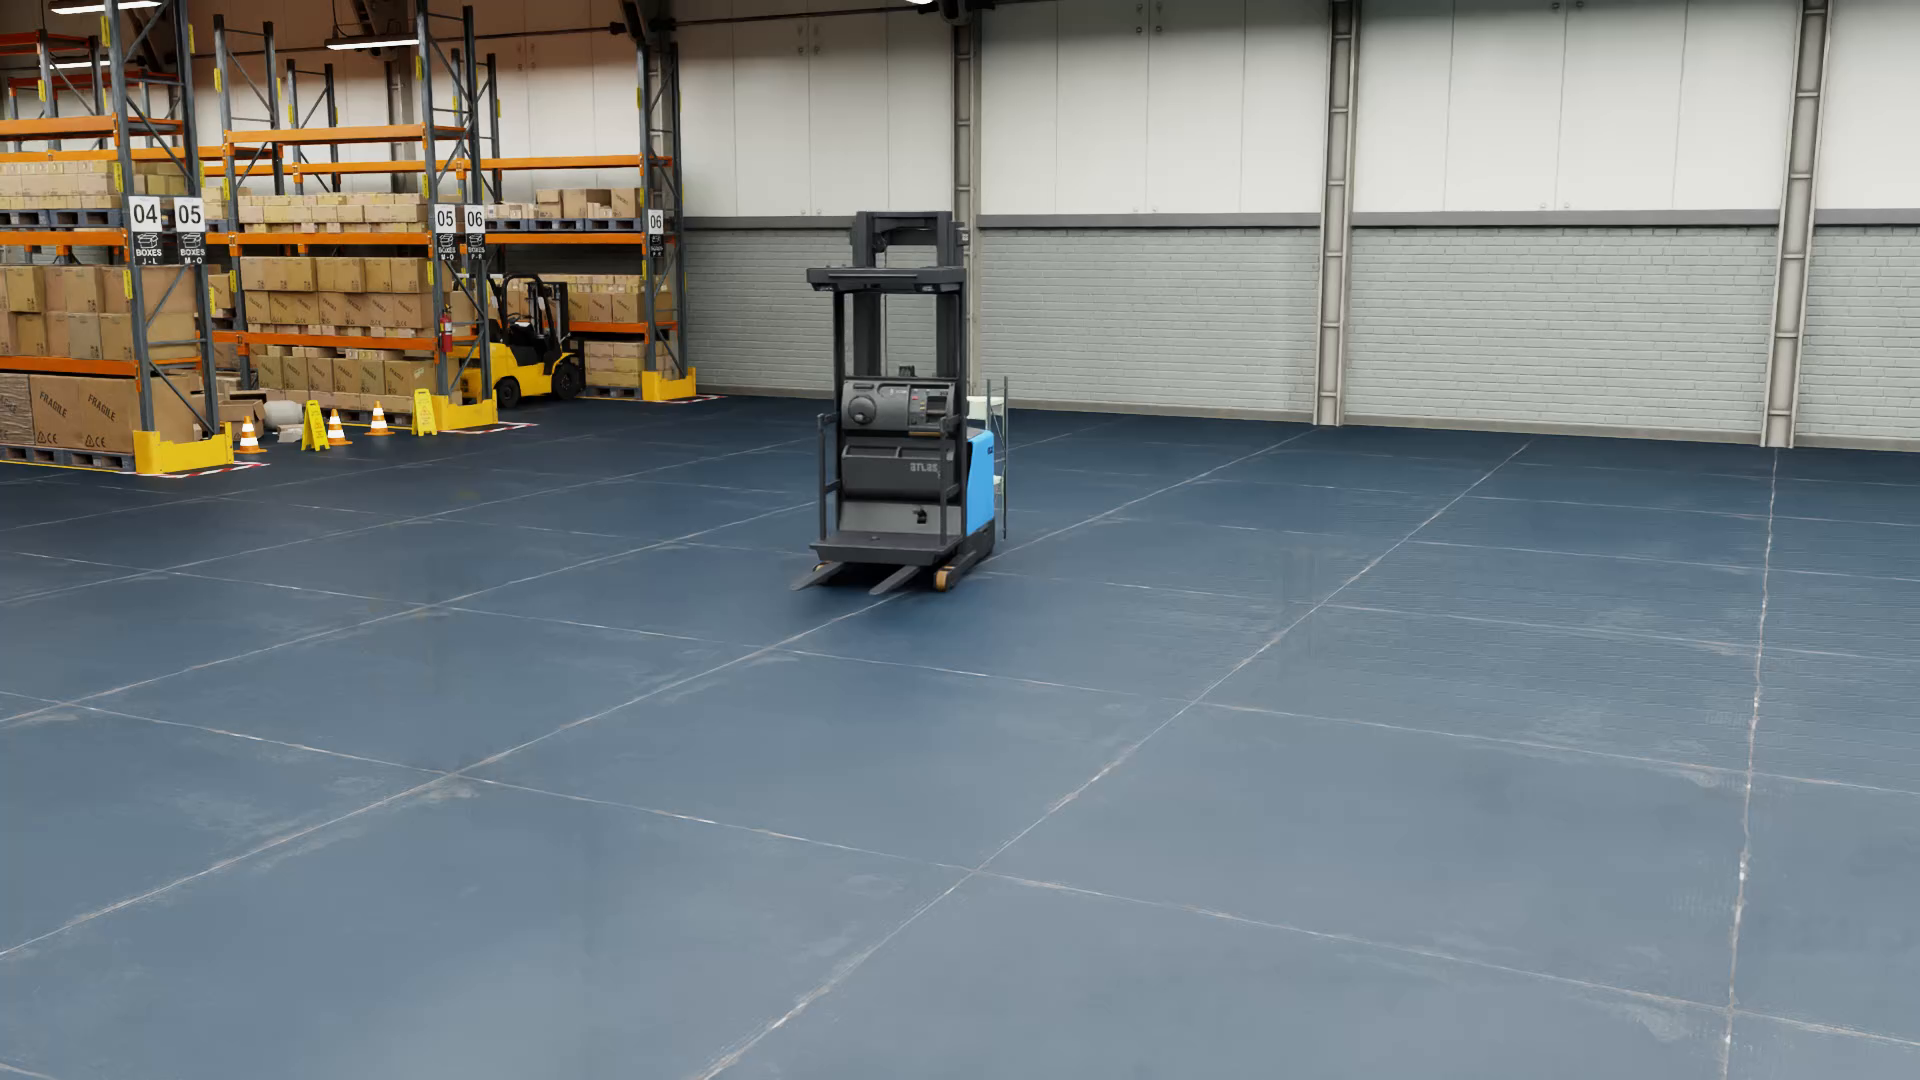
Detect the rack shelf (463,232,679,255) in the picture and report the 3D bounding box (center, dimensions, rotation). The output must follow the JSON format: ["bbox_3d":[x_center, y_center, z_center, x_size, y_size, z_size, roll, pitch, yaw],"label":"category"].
[{"bbox_3d":[-6.850,-5.221,29.250,4.000,0.370,1.077,5,11,26],"label":"rack shelf"}]

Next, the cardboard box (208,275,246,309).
[{"bbox_3d":[-11.352,-3.865,25.868,0.500,0.500,0.500,5,11,25],"label":"cardboard box"}]

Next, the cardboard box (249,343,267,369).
[{"bbox_3d":[-13.619,-3.629,32.698,0.500,0.500,0.500,6,12,28],"label":"cardboard box"}]

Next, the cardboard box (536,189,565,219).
[{"bbox_3d":[-6.943,-5.868,29.060,0.637,0.503,0.797,5,12,28],"label":"cardboard box"}]

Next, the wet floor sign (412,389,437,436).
[{"bbox_3d":[-7.552,-1.804,23.383,0.267,0.644,0.232,-10,14,-43],"label":"wet floor sign"}]

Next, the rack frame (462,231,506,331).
[{"bbox_3d":[-8.643,-4.256,30.324,0.127,3.000,1.000,5,11,26],"label":"rack frame"}]

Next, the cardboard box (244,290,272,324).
[{"bbox_3d":[-10.565,-3.579,25.469,0.500,0.500,0.500,5,11,26],"label":"cardboard box"}]

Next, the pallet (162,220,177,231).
[{"bbox_3d":[-12.274,-4.994,26.504,1.003,0.211,1.213,5,11,26],"label":"pallet"}]

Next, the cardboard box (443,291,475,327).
[{"bbox_3d":[-7.551,-3.425,24.616,0.500,0.500,0.500,5,11,25],"label":"cardboard box"}]

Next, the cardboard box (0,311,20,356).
[{"bbox_3d":[-11.664,-2.610,20.808,0.550,0.550,0.875,5,11,26],"label":"cardboard box"}]

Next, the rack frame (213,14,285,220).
[{"bbox_3d":[-10.836,-6.415,25.408,0.127,3.000,1.000,5,11,26],"label":"rack frame"}]

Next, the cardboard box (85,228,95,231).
[{"bbox_3d":[-13.987,-5.116,27.030,0.258,0.266,0.396,5,11,26],"label":"cardboard box"}]

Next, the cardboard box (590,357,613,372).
[{"bbox_3d":[-6.076,-3.070,28.909,0.500,0.250,0.500,5,11,25],"label":"cardboard box"}]

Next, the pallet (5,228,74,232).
[{"bbox_3d":[-15.024,-5.204,27.667,1.003,0.211,1.213,6,12,28],"label":"pallet"}]

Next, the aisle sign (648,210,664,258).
[{"bbox_3d":[-5.127,-5.168,28.063,0.004,0.787,0.394,5,11,26],"label":"aisle sign"}]

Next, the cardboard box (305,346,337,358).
[{"bbox_3d":[-9.636,-2.835,25.086,0.250,0.149,0.380,6,12,29],"label":"cardboard box"}]

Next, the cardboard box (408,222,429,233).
[{"bbox_3d":[-7.693,-4.484,23.865,0.250,0.149,0.380,5,11,26],"label":"cardboard box"}]

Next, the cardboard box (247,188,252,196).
[{"bbox_3d":[-11.634,-5.466,26.423,0.500,0.250,0.500,5,11,25],"label":"cardboard box"}]

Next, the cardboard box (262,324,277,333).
[{"bbox_3d":[-10.446,-3.252,25.480,0.250,0.149,0.380,5,12,27],"label":"cardboard box"}]

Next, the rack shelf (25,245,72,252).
[{"bbox_3d":[-17.611,-6.166,34.475,4.000,0.370,1.077,5,11,26],"label":"rack shelf"}]

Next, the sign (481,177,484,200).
[{"bbox_3d":[-7.009,-5.141,24.335,0.005,0.325,0.100,5,11,26],"label":"sign"}]

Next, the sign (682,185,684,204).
[{"bbox_3d":[-4.805,-5.974,28.718,0.005,0.325,0.100,5,11,26],"label":"sign"}]

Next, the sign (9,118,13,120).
[{"bbox_3d":[-19.645,-8.566,34.446,0.005,0.325,0.100,5,11,26],"label":"sign"}]

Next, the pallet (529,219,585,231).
[{"bbox_3d":[-6.777,-5.529,29.184,1.213,0.211,1.003,5,11,26],"label":"pallet"}]

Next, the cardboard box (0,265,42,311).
[{"bbox_3d":[-11.652,-3.146,20.736,0.550,0.550,0.875,5,11,26],"label":"cardboard box"}]

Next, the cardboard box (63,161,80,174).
[{"bbox_3d":[-10.254,-4.362,19.495,0.250,0.149,0.380,5,12,27],"label":"cardboard box"}]

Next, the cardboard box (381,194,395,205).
[{"bbox_3d":[-8.134,-4.916,24.013,0.250,0.149,0.380,5,11,25],"label":"cardboard box"}]

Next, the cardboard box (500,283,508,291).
[{"bbox_3d":[-7.995,-4.521,29.686,0.250,0.149,0.380,5,11,26],"label":"cardboard box"}]

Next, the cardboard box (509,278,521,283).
[{"bbox_3d":[-7.796,-4.637,29.490,0.250,0.149,0.380,5,12,27],"label":"cardboard box"}]

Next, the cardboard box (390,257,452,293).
[{"bbox_3d":[-7.804,-3.841,24.106,0.500,0.500,0.700,5,11,24],"label":"cardboard box"}]

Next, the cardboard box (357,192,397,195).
[{"bbox_3d":[-10.776,-6.176,30.770,0.500,0.500,0.500,5,12,27],"label":"cardboard box"}]

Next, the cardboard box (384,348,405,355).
[{"bbox_3d":[-10.484,-3.455,31.386,0.625,0.625,0.875,5,11,23],"label":"cardboard box"}]

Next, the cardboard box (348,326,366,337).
[{"bbox_3d":[-8.857,-3.109,24.692,0.250,0.149,0.380,5,11,25],"label":"cardboard box"}]

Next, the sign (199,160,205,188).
[{"bbox_3d":[-9.098,-4.383,19.924,0.005,0.325,0.100,5,11,26],"label":"sign"}]

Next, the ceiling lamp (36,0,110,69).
[{"bbox_3d":[-16.038,-10.294,30.449,2.000,3.185,0.800,5,11,26],"label":"ceiling lamp"}]

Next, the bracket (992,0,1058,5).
[{"bbox_3d":[2.640,-8.096,24.591,4.783,0.066,0.076,5,11,26],"label":"bracket"}]

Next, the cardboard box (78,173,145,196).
[{"bbox_3d":[-9.911,-4.148,19.429,0.500,0.250,0.500,5,11,27],"label":"cardboard box"}]

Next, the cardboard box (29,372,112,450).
[{"bbox_3d":[-10.776,-1.622,20.559,0.875,0.875,0.875,5,11,25],"label":"cardboard box"}]

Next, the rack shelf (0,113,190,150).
[{"bbox_3d":[-11.142,-4.908,20.225,4.000,0.370,1.077,5,11,26],"label":"rack shelf"}]

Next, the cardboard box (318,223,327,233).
[{"bbox_3d":[-9.280,-4.630,24.672,0.250,0.149,0.380,5,11,26],"label":"cardboard box"}]

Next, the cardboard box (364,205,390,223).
[{"bbox_3d":[-8.272,-4.736,24.138,0.500,0.250,0.500,5,11,25],"label":"cardboard box"}]

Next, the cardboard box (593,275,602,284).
[{"bbox_3d":[-6.142,-4.513,28.803,0.250,0.149,0.380,5,11,26],"label":"cardboard box"}]

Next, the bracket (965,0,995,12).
[{"bbox_3d":[0.314,-8.301,25.720,0.430,0.232,0.235,5,11,26],"label":"bracket"}]

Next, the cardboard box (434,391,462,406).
[{"bbox_3d":[-7.850,-2.109,25.003,0.500,0.250,0.500,5,11,25],"label":"cardboard box"}]

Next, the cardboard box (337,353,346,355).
[{"bbox_3d":[-9.730,-2.642,25.842,0.500,0.500,0.500,5,12,27],"label":"cardboard box"}]

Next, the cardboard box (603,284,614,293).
[{"bbox_3d":[-5.939,-4.338,28.672,0.250,0.149,0.380,5,12,27],"label":"cardboard box"}]

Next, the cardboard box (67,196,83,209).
[{"bbox_3d":[-10.253,-3.970,19.565,0.250,0.149,0.380,5,11,27],"label":"cardboard box"}]

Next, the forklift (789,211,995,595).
[{"bbox_3d":[-0.544,-1.114,13.154,1.130,2.935,3.031,3,11,14],"label":"forklift"}]

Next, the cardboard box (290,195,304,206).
[{"bbox_3d":[-9.751,-5.056,24.790,0.250,0.149,0.380,5,11,24],"label":"cardboard box"}]

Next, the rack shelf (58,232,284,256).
[{"bbox_3d":[-12.630,-4.743,26.610,4.000,0.370,1.077,5,11,26],"label":"rack shelf"}]

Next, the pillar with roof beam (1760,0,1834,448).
[{"bbox_3d":[8.956,-4.986,17.511,0.400,9.000,9.100,5,11,26],"label":"pillar with roof beam"}]

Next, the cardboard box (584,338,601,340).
[{"bbox_3d":[-6.753,-3.476,29.748,0.500,0.250,0.500,5,11,25],"label":"cardboard box"}]

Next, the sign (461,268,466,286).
[{"bbox_3d":[-8.875,-4.699,29.745,0.005,0.325,0.100,5,11,26],"label":"sign"}]

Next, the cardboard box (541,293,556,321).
[{"bbox_3d":[-6.990,-4.108,29.222,0.500,0.500,0.500,5,11,26],"label":"cardboard box"}]

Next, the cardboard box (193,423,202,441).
[{"bbox_3d":[-10.579,-1.478,22.651,0.258,0.266,0.396,7,13,36],"label":"cardboard box"}]

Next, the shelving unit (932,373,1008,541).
[{"bbox_3d":[0.006,-0.737,15.094,0.755,1.500,0.431,5,11,26],"label":"shelving unit"}]
